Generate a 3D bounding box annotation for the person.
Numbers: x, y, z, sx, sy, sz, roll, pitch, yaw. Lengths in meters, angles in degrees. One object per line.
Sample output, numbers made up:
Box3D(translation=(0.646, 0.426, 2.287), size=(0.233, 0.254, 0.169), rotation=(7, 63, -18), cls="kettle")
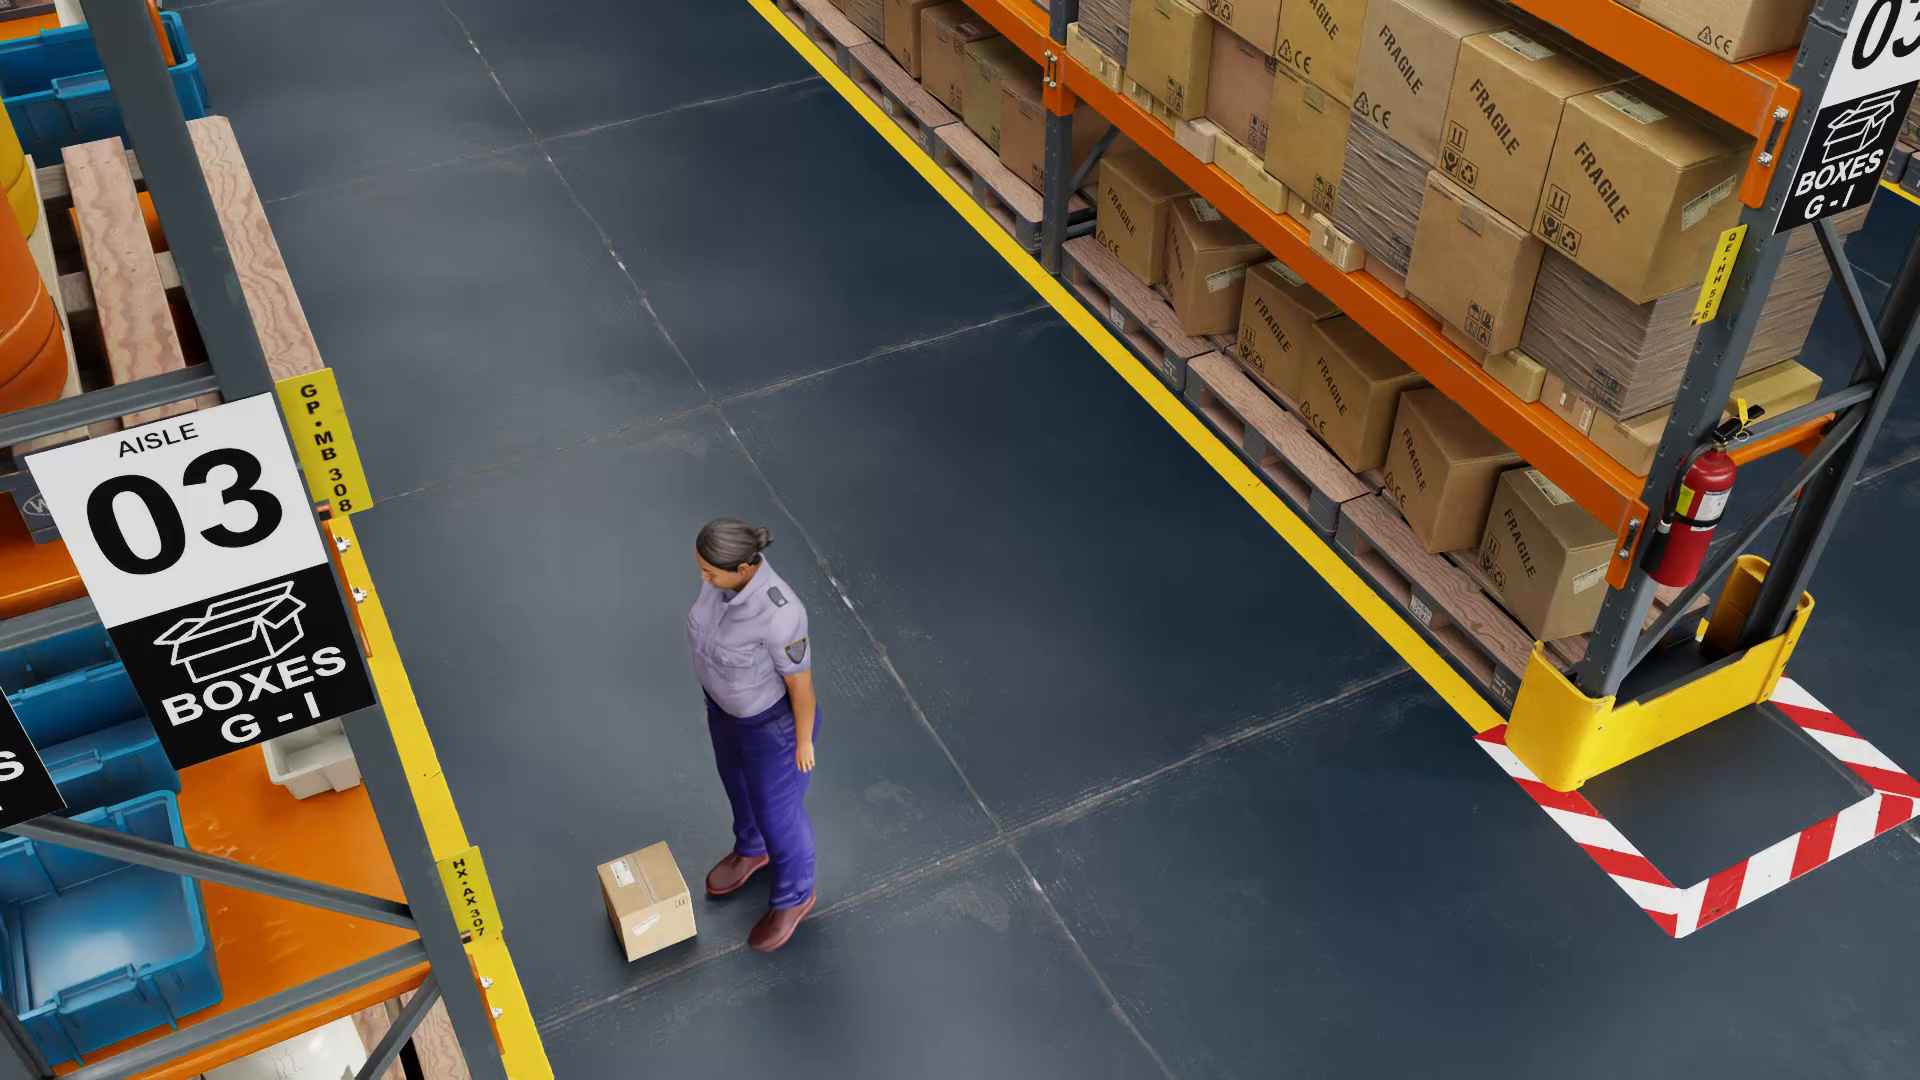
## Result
Box3D(translation=(-0.692, 0.612, 5.474), size=(0.430, 1.679, 0.547), rotation=(-26, 48, -26), cls="person")
